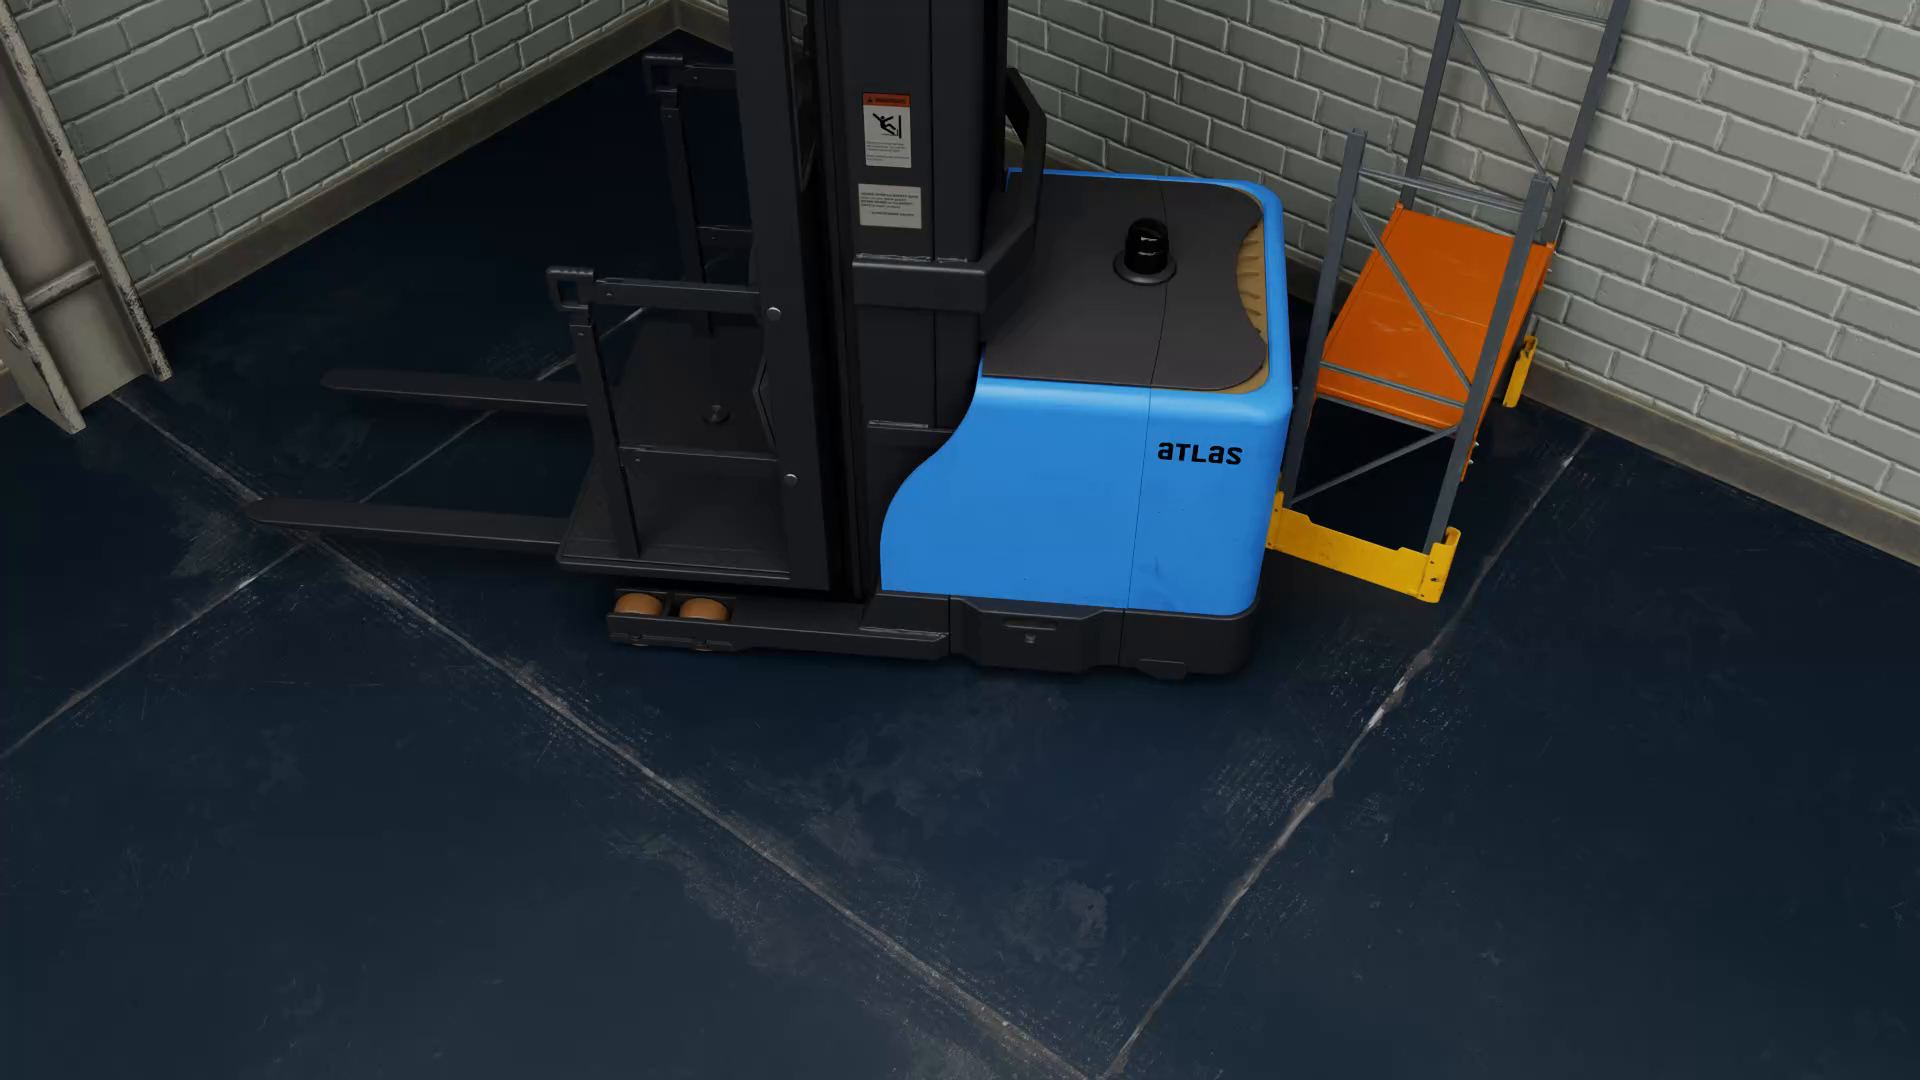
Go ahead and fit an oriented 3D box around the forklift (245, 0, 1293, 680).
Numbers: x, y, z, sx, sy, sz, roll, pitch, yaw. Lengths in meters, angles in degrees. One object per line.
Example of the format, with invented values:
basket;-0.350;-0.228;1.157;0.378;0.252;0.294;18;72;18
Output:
forklift;-0.619;-1.059;4.234;3.031;2.935;1.130;4;46;4

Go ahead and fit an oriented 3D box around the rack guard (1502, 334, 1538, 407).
rack guard;1.650;-0.655;5.703;0.587;0.250;0.087;20;49;18

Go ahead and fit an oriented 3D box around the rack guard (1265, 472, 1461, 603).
rack guard;1.208;-0.010;5.086;0.587;0.250;0.087;20;49;18

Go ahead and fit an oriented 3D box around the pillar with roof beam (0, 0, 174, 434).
pillar with roof beam;0.423;-1.740;0.689;9.100;9.000;0.400;29;53;25

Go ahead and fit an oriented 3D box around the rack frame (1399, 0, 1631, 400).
rack frame;1.651;-1.087;5.251;0.500;1.500;0.032;20;49;18

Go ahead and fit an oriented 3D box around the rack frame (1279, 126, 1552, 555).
rack frame;1.199;-0.429;4.622;0.500;1.500;0.032;20;49;18

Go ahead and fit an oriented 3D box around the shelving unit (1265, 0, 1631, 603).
shelving unit;1.429;-0.764;4.943;0.587;1.500;1.083;20;49;18

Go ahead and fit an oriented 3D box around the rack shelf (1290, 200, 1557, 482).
rack shelf;1.425;-0.634;5.067;0.538;0.185;1.000;20;49;18
